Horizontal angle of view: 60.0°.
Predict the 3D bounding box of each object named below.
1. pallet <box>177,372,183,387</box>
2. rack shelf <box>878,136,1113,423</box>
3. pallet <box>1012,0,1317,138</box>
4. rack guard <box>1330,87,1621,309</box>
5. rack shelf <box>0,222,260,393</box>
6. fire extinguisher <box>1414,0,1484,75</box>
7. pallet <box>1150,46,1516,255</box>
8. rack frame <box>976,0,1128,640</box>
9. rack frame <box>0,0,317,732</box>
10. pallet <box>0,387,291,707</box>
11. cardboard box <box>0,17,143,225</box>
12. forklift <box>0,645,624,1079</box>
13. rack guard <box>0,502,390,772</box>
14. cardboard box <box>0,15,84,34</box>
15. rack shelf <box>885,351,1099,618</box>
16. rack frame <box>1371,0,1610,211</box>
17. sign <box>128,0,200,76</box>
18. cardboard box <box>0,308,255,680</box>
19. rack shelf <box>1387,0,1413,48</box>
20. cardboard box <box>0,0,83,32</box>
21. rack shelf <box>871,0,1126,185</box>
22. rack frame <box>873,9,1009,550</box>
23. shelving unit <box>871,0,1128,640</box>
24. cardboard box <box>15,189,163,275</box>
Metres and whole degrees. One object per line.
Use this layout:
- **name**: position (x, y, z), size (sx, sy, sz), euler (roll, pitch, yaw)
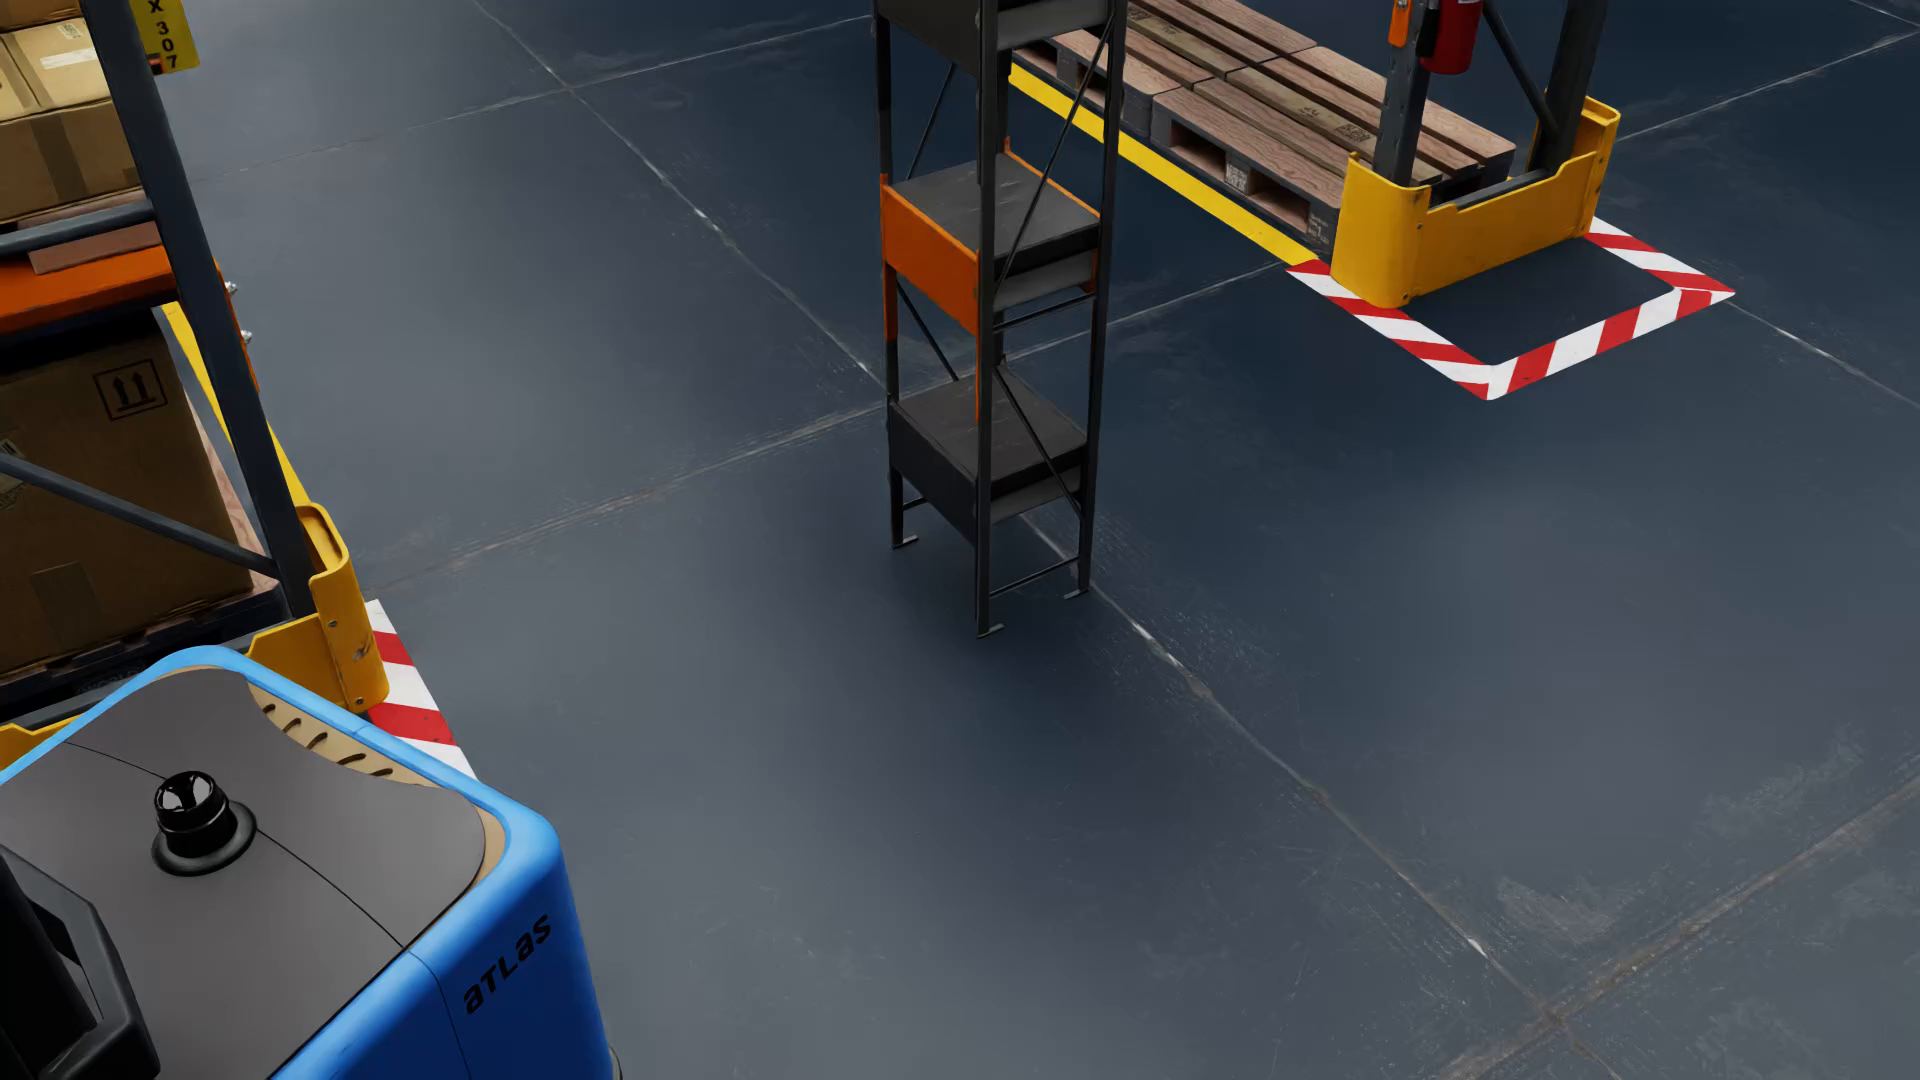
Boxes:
- **pallet**: position (-3.344, -0.599, 5.804), size (1.003, 0.211, 1.213), euler (-22, 45, -24)
- **rack shelf**: position (0.089, -0.707, 4.479), size (0.431, 0.518, 0.480), euler (-22, 45, -24)
- **pallet**: position (0.917, -2.358, 7.915), size (1.003, 0.211, 1.213), euler (-22, 45, -24)
- **rack guard**: position (2.004, -1.344, 6.473), size (1.175, 0.500, 0.348), euler (-22, 45, -24)
- **rack shelf**: position (-3.272, -1.411, 5.162), size (1.077, 0.370, 4.000), euler (-22, 45, -24)
- **fire extinguisher**: position (1.678, -1.902, 5.541), size (0.296, 0.674, 0.183), euler (-22, 45, -24)
- **pallet**: position (1.569, -1.700, 7.125), size (1.003, 0.211, 1.213), euler (-22, 45, -24)
- **rack frame**: position (0.220, -0.586, 4.313), size (0.400, 2.100, 0.015), euler (-22, 45, -24)
- **rack frame**: position (-2.196, -0.608, 3.637), size (1.000, 3.000, 0.127), euler (-22, 45, -24)
- **pallet**: position (-2.692, 0.059, 5.015), size (1.003, 0.211, 1.213), euler (-22, 45, -24)
- **cardboard box**: position (-2.227, -1.017, 4.012), size (0.500, 0.250, 0.500), euler (-23, 45, -25)
- **forklift**: position (-1.902, 0.851, 1.939), size (1.130, 2.935, 3.031), euler (22, 44, 24)
- **rack guard**: position (-2.183, 0.365, 4.421), size (1.175, 0.500, 0.348), euler (-22, 45, -24)
- **cardboard box**: position (-2.512, -1.295, 4.346), size (0.500, 0.250, 0.500), euler (-23, 45, -25)
- **rack shelf**: position (0.089, -0.169, 4.927), size (0.431, 0.518, 0.480), euler (-22, 45, -24)
- **rack frame**: position (1.980, -2.313, 5.683), size (1.000, 3.000, 0.127), euler (-22, 45, -24)
- **sign**: position (-1.725, -1.159, 3.559), size (0.100, 0.325, 0.005), euler (-22, 45, -24)
- **cardboard box**: position (-2.608, -0.271, 4.564), size (0.875, 0.875, 0.875), euler (-22, 45, -24)
- **rack shelf**: position (0.904, -3.116, 7.208), size (1.077, 0.370, 4.000), euler (-22, 45, -24)
- **cardboard box**: position (-2.496, -1.575, 4.096), size (0.500, 0.500, 0.500), euler (-23, 45, -25)
- **rack shelf**: position (0.089, -1.245, 4.031), size (0.431, 0.518, 0.480), euler (-22, 45, -24)
- **rack frame**: position (-0.042, -0.849, 4.629), size (0.400, 2.100, 0.015), euler (-22, 45, -24)
- **shelving unit**: position (0.089, -0.717, 4.471), size (0.431, 2.100, 0.503), euler (-22, 45, -24)
- **cardboard box**: position (-2.109, -0.817, 4.083), size (0.380, 0.149, 0.250), euler (-22, 44, -24)
